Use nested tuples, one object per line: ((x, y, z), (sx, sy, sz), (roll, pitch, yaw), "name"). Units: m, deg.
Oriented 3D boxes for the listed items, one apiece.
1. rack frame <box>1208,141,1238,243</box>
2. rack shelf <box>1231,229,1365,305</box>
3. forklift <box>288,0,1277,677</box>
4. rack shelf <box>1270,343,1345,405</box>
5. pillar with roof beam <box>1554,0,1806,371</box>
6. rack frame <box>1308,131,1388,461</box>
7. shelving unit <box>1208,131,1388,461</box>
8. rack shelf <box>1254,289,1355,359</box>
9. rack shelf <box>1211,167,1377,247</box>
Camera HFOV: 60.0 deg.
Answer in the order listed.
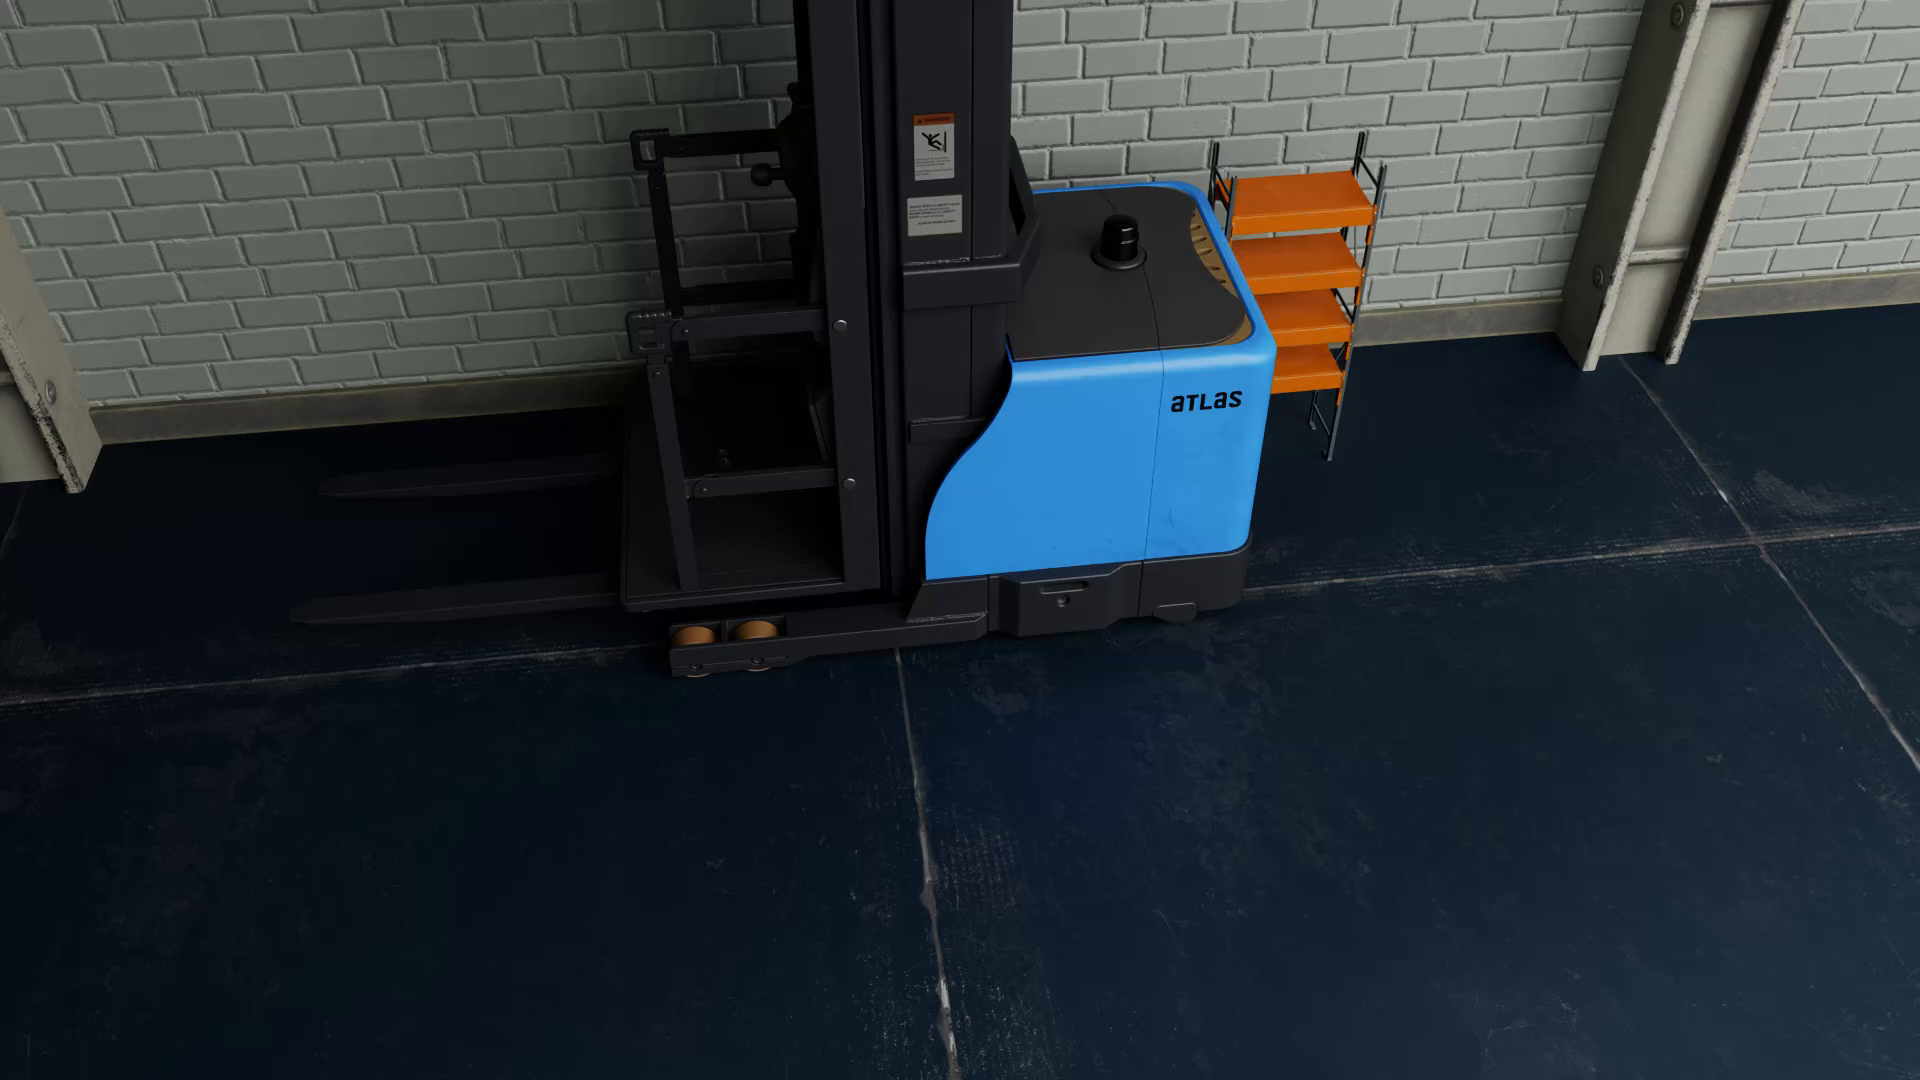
((0.847, -0.767, 5.704), (0.015, 1.200, 0.240), (-5, 42, -6), "rack frame")
((1.089, -0.906, 5.625), (0.480, 0.148, 0.258), (-5, 42, -6), "rack shelf")
((-0.624, -1.032, 4.706), (3.031, 2.935, 1.130), (-5, 42, -6), "forklift")
((1.089, -0.592, 5.908), (0.480, 0.148, 0.258), (-5, 42, -6), "rack shelf")
((3.158, -1.260, 0.429), (0.400, 9.000, 9.100), (-5, 42, -6), "pillar with roof beam")
((1.331, -0.813, 5.755), (0.015, 1.200, 0.240), (-5, 42, -6), "rack frame")
((1.089, -0.790, 5.730), (0.503, 1.200, 0.258), (-5, 42, -6), "shelving unit")
((1.089, -0.740, 5.775), (0.480, 0.148, 0.258), (-5, 42, -6), "rack shelf")
((1.089, -1.082, 5.467), (0.480, 0.148, 0.258), (-5, 42, -6), "rack shelf")
